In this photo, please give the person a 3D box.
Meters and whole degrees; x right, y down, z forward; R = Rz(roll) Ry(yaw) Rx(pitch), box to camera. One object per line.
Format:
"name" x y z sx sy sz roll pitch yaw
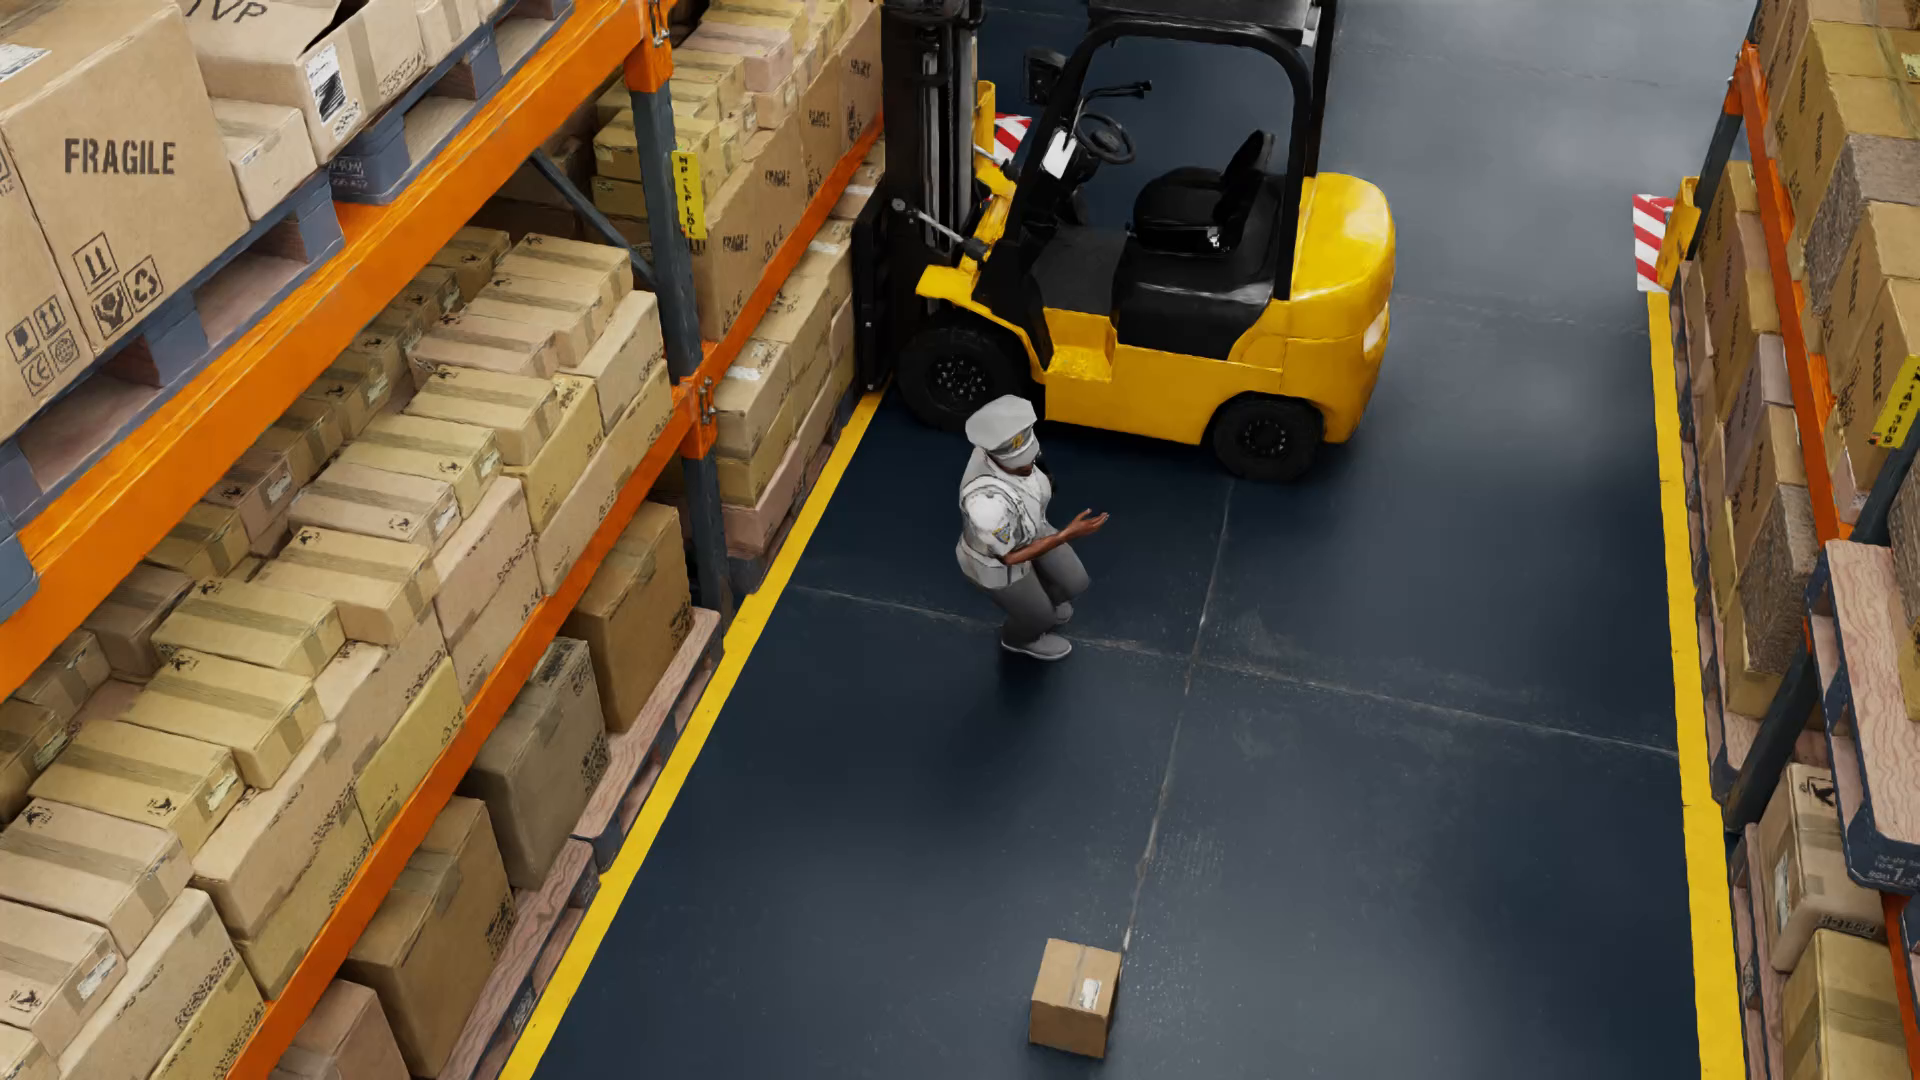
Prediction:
"person" 0.299 -0.017 6.252 0.544 1.554 0.864 13 43 15
